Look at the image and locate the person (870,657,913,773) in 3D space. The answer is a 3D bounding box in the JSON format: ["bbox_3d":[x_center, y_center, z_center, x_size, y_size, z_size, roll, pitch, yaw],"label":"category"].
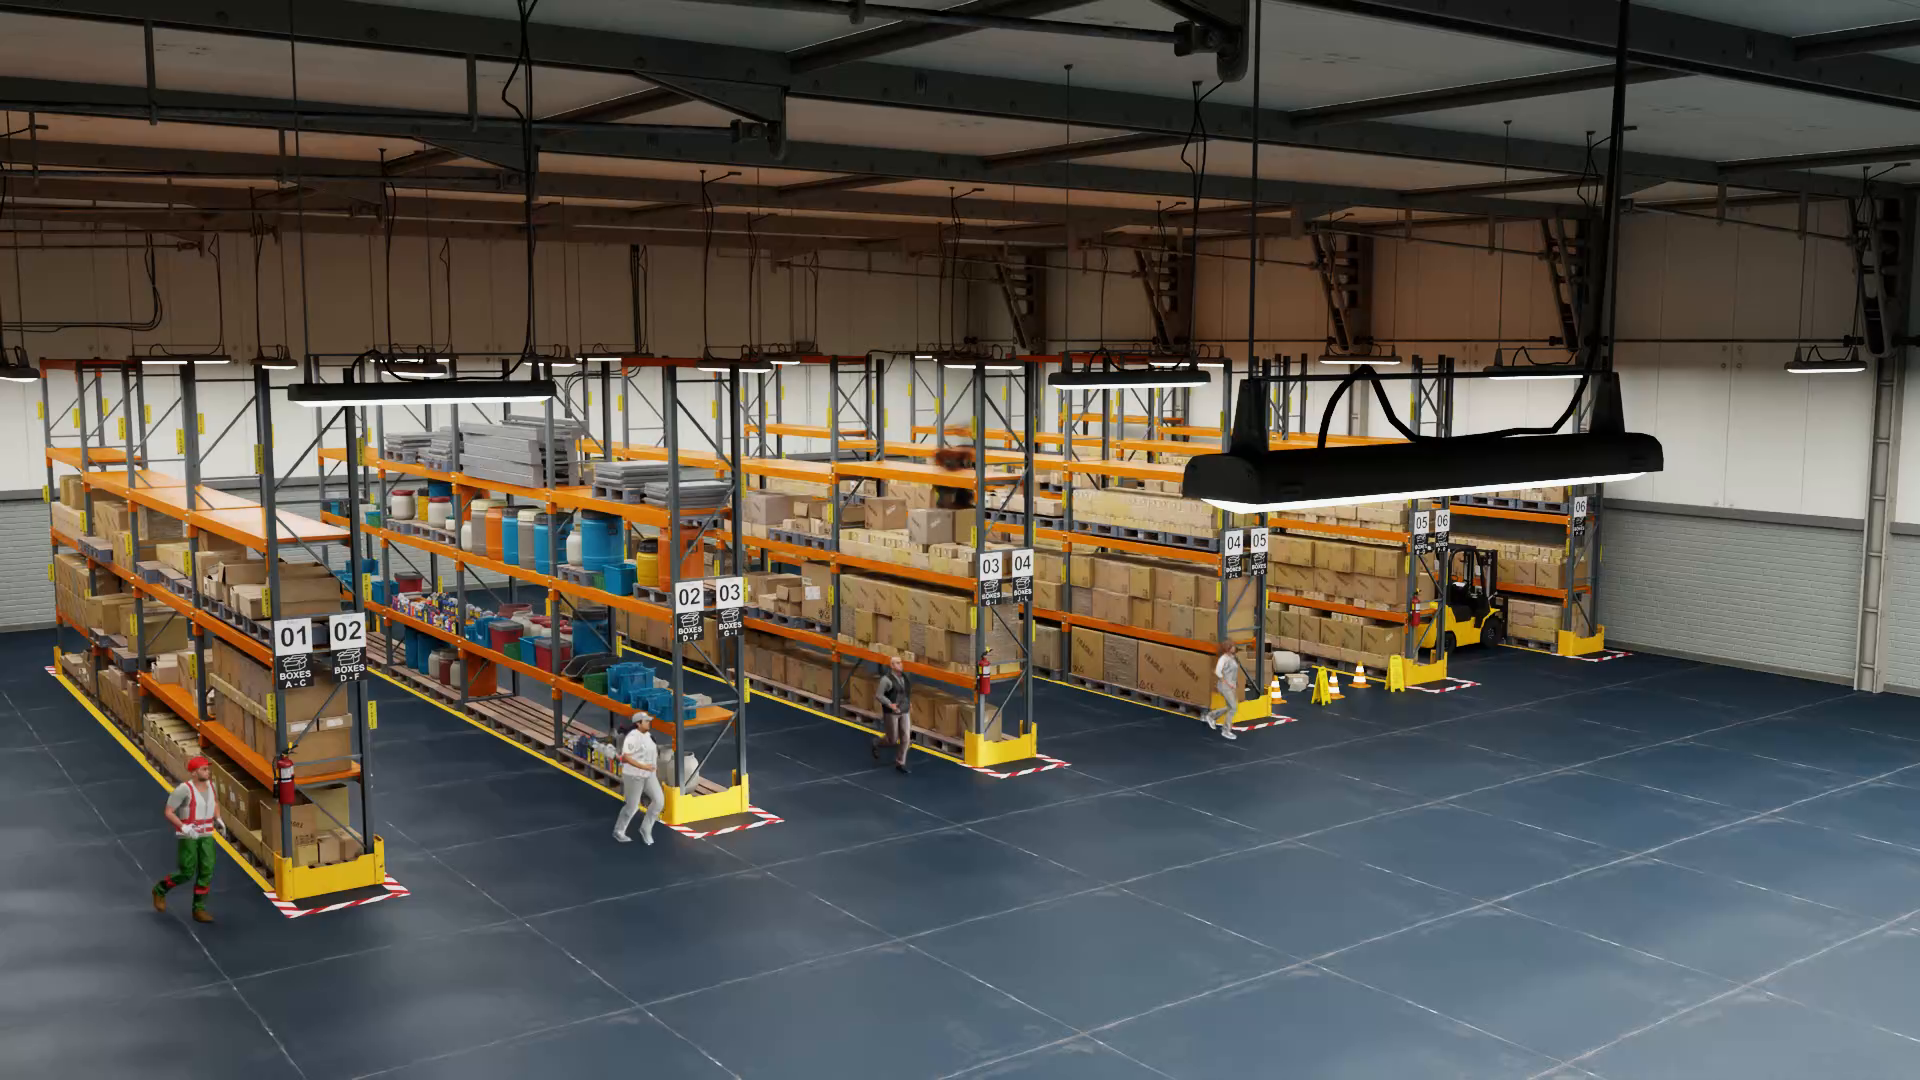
[{"bbox_3d":[-0.973,2.557,24.612,0.673,1.697,0.775,-6,9,-43],"label":"person"}]

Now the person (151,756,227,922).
[{"bbox_3d":[-8.457,3.259,18.400,0.791,1.754,0.725,3,8,24],"label":"person"}]

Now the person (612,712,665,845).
[{"bbox_3d":[-4.030,3.010,21.056,0.627,1.683,0.673,3,8,26],"label":"person"}]

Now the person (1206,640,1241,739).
[{"bbox_3d":[4.230,2.377,26.662,0.537,1.559,0.579,4,8,28],"label":"person"}]
